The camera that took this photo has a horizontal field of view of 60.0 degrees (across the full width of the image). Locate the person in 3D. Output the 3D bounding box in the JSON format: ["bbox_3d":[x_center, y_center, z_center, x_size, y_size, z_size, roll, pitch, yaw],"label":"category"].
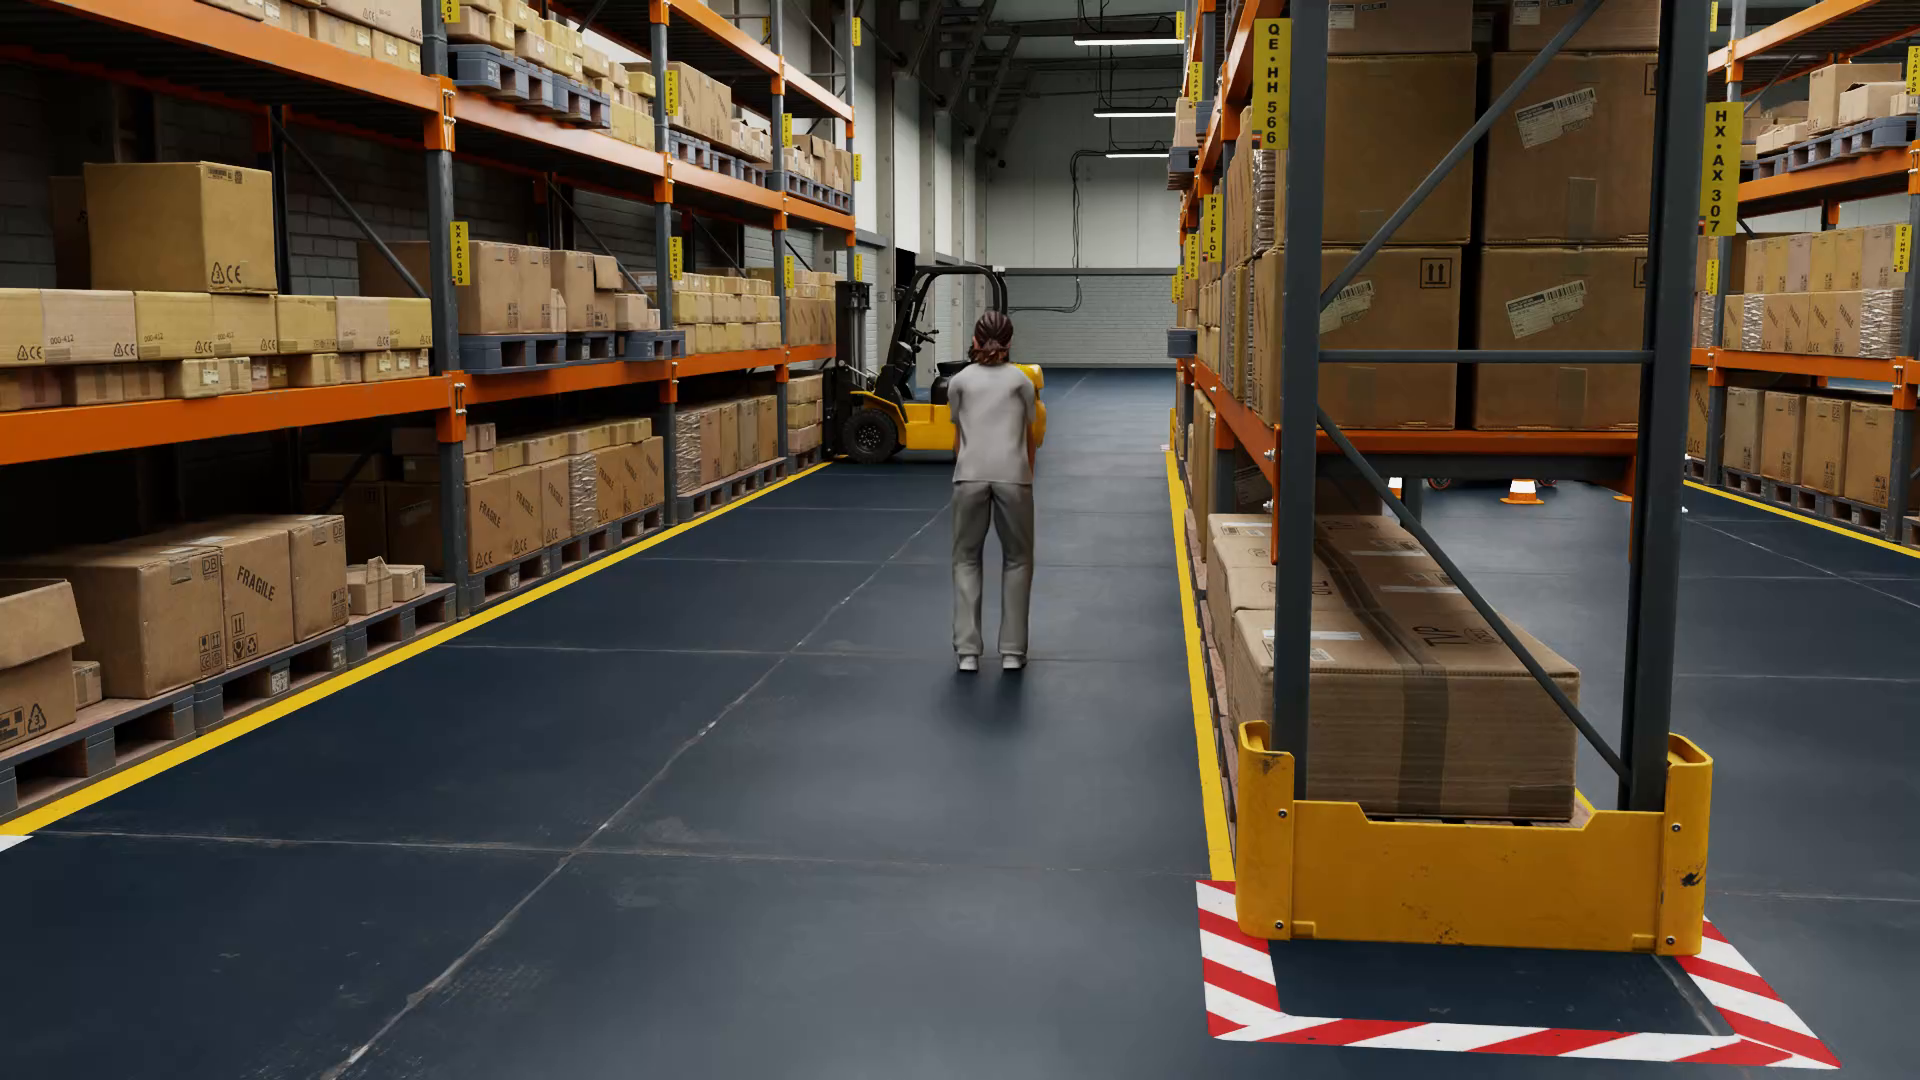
[{"bbox_3d":[0.149,-0.234,7.673,0.410,1.646,0.525,1,8,5],"label":"person"}]
